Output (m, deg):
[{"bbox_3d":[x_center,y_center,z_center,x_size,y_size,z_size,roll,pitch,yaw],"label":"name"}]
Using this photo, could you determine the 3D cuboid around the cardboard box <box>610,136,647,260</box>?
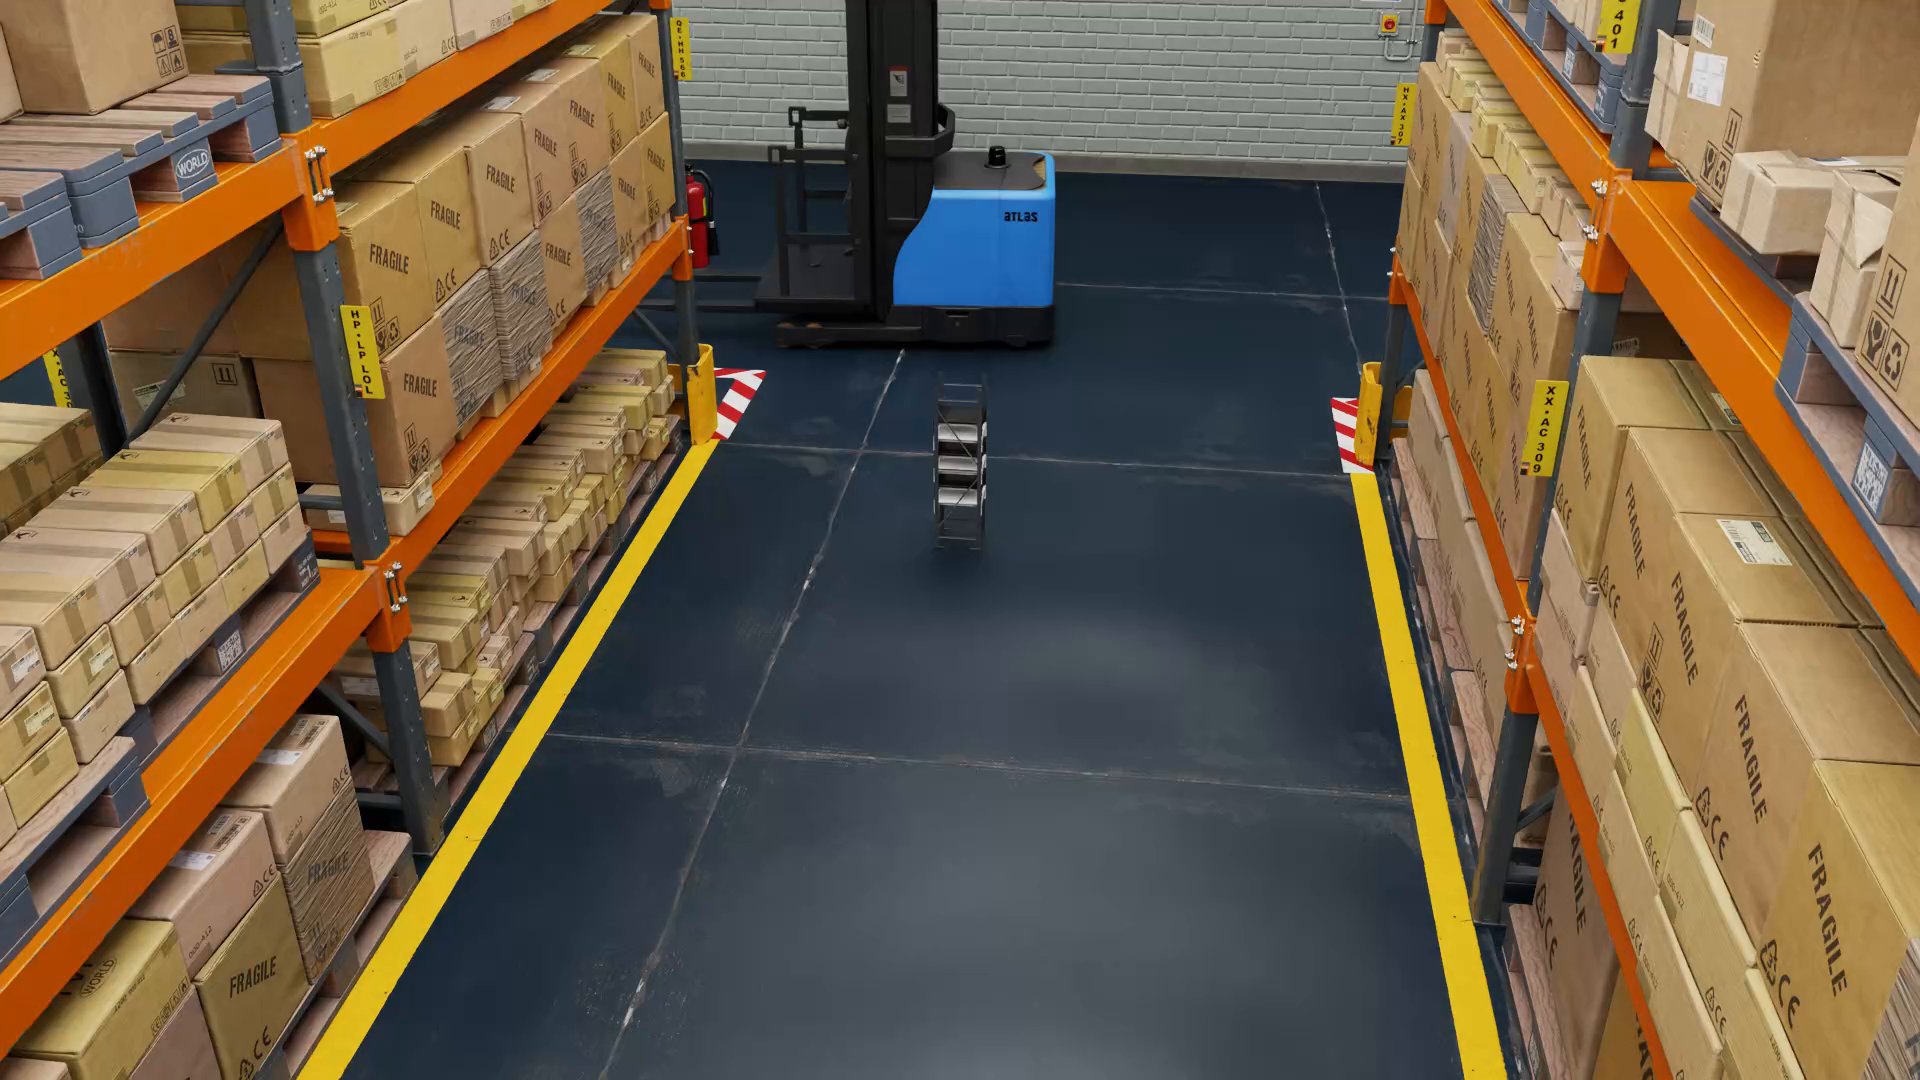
[{"bbox_3d":[-1.911,-1.732,8.383,0.500,0.500,0.500,3,28,5],"label":"cardboard box"}]

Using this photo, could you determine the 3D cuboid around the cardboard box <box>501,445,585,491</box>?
[{"bbox_3d":[-2.065,-0.343,8.160,0.380,0.149,0.250,2,28,4],"label":"cardboard box"}]

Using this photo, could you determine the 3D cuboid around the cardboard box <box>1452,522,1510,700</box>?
[{"bbox_3d":[2.684,0.330,7.233,0.875,0.438,0.875,3,28,5],"label":"cardboard box"}]

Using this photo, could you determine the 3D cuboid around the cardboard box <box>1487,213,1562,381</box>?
[{"bbox_3d":[2.246,-0.863,6.030,0.500,0.500,0.500,3,28,5],"label":"cardboard box"}]

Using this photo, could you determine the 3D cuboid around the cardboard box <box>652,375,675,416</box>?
[{"bbox_3d":[-1.825,-0.821,9.361,0.380,0.149,0.250,3,28,5],"label":"cardboard box"}]

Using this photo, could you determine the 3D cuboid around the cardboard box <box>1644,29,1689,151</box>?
[{"bbox_3d":[1.983,-1.133,4.228,0.396,0.266,0.258,3,28,6],"label":"cardboard box"}]

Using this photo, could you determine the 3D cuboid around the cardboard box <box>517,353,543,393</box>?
[{"bbox_3d":[-2.061,-0.769,7.279,0.380,0.149,0.250,5,29,8],"label":"cardboard box"}]

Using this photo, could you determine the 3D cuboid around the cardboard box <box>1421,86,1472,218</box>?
[{"bbox_3d":[2.484,-1.816,7.799,0.500,0.500,0.500,3,28,5],"label":"cardboard box"}]

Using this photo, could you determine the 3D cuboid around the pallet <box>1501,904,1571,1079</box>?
[{"bbox_3d":[2.372,1.693,5.385,1.003,0.211,1.213,3,28,6],"label":"pallet"}]

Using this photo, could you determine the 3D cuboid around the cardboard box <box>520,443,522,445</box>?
[{"bbox_3d":[-2.533,-0.494,8.754,0.380,0.149,0.250,4,29,8],"label":"cardboard box"}]

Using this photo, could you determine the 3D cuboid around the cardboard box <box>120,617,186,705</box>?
[{"bbox_3d":[-2.480,0.339,4.780,0.380,0.149,0.250,2,28,4],"label":"cardboard box"}]

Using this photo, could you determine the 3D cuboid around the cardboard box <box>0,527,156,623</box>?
[{"bbox_3d":[-2.487,0.093,4.609,0.380,0.149,0.250,3,28,6],"label":"cardboard box"}]

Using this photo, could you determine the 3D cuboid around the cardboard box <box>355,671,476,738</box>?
[{"bbox_3d":[-2.172,0.645,6.640,0.380,0.149,0.250,5,29,9],"label":"cardboard box"}]

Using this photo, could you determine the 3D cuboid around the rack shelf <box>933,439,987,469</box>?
[{"bbox_3d":[0.001,-0.450,8.517,0.258,0.077,0.200,3,28,6],"label":"rack shelf"}]

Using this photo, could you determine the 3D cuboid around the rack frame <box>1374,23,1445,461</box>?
[{"bbox_3d":[2.882,-1.785,8.901,1.000,3.000,0.127,3,28,6],"label":"rack frame"}]

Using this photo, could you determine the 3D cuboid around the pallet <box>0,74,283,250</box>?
[{"bbox_3d":[-2.715,-1.096,4.657,1.213,0.211,1.003,3,28,6],"label":"pallet"}]

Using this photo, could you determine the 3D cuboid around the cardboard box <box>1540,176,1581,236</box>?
[{"bbox_3d":[2.307,-1.190,5.953,0.380,0.149,0.250,3,28,6],"label":"cardboard box"}]

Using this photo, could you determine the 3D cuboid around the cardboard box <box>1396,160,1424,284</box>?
[{"bbox_3d":[2.538,-1.620,8.489,0.500,0.500,0.500,3,28,6],"label":"cardboard box"}]

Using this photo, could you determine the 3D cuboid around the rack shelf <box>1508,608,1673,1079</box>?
[{"bbox_3d":[2.147,1.356,3.829,1.077,0.370,4.000,3,28,6],"label":"rack shelf"}]

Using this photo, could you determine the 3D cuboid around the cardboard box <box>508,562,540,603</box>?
[{"bbox_3d":[-2.143,0.149,7.561,0.380,0.149,0.250,5,29,9],"label":"cardboard box"}]

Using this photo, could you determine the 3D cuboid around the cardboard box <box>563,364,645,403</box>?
[{"bbox_3d":[-1.945,-0.838,9.079,0.380,0.149,0.250,4,29,7],"label":"cardboard box"}]

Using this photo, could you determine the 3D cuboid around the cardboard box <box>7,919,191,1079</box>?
[{"bbox_3d":[-2.501,1.299,4.578,0.500,0.250,0.500,2,28,4],"label":"cardboard box"}]

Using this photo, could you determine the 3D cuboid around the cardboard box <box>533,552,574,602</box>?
[{"bbox_3d":[-2.051,0.162,7.850,0.380,0.149,0.250,3,28,5],"label":"cardboard box"}]

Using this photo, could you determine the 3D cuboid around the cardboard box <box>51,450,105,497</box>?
[{"bbox_3d":[-3.038,-0.189,5.447,0.380,0.149,0.250,4,29,7],"label":"cardboard box"}]

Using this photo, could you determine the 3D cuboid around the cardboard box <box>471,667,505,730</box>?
[{"bbox_3d":[-2.137,0.650,6.944,0.380,0.149,0.250,4,29,8],"label":"cardboard box"}]

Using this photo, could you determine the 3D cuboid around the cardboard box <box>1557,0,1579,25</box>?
[{"bbox_3d":[2.185,-1.785,5.454,0.380,0.149,0.250,4,29,7],"label":"cardboard box"}]

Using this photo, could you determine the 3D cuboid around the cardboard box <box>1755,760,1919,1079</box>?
[{"bbox_3d":[1.827,0.762,3.013,0.500,0.500,0.500,3,28,6],"label":"cardboard box"}]

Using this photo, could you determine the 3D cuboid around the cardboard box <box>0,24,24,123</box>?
[{"bbox_3d":[-2.850,-1.207,4.316,0.500,0.311,0.500,3,28,5],"label":"cardboard box"}]

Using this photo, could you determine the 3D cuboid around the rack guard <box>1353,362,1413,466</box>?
[{"bbox_3d":[2.885,-0.696,9.515,1.175,0.500,0.348,3,28,6],"label":"rack guard"}]

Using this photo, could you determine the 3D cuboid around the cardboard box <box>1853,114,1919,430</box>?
[{"bbox_3d":[1.830,-0.415,2.648,0.500,0.500,0.500,4,29,7],"label":"cardboard box"}]

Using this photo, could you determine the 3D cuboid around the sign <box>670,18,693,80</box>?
[{"bbox_3d":[-1.495,-2.632,8.920,0.100,0.325,0.005,3,28,6],"label":"sign"}]

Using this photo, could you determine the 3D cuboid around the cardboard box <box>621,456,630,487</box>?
[{"bbox_3d":[-1.967,-0.332,8.767,0.380,0.149,0.250,4,29,7],"label":"cardboard box"}]

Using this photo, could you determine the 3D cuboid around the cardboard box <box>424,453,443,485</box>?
[{"bbox_3d":[-2.216,-0.272,6.357,0.380,0.149,0.250,4,29,8],"label":"cardboard box"}]

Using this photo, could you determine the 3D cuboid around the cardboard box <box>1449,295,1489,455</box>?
[{"bbox_3d":[2.299,-0.660,6.706,0.500,0.500,0.500,3,28,5],"label":"cardboard box"}]

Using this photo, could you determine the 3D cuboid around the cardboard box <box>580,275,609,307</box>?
[{"bbox_3d":[-1.956,-1.267,8.204,0.380,0.149,0.250,2,28,4],"label":"cardboard box"}]

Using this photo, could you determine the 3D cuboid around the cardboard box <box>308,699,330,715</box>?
[{"bbox_3d":[-2.824,0.723,6.808,0.380,0.149,0.250,4,29,7],"label":"cardboard box"}]

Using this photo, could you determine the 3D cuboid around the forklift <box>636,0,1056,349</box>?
[{"bbox_3d":[-0.870,-2.820,10.895,3.031,2.935,1.130,1,28,2],"label":"forklift"}]

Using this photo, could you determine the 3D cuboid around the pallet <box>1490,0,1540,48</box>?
[{"bbox_3d":[2.654,-2.141,6.492,1.003,0.211,1.213,3,28,6],"label":"pallet"}]

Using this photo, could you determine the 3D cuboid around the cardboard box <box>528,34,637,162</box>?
[{"bbox_3d":[-1.915,-2.172,8.146,0.500,0.500,0.500,2,28,4],"label":"cardboard box"}]

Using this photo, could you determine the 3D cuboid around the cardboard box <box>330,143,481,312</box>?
[{"bbox_3d":[-2.188,-1.201,6.343,0.500,0.500,0.500,3,28,5],"label":"cardboard box"}]

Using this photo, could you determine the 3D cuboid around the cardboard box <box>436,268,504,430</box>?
[{"bbox_3d":[-2.169,-0.769,6.596,0.500,0.500,0.500,3,28,6],"label":"cardboard box"}]

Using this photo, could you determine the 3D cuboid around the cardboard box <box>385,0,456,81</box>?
[{"bbox_3d":[-2.163,-1.836,5.991,0.500,0.250,0.500,3,28,5],"label":"cardboard box"}]

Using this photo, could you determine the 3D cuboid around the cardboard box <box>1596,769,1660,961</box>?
[{"bbox_3d":[1.935,0.839,4.187,0.500,0.250,0.500,3,28,6],"label":"cardboard box"}]

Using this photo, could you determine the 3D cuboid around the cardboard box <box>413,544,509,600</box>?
[{"bbox_3d":[-2.202,0.144,7.257,0.380,0.149,0.250,3,28,5],"label":"cardboard box"}]

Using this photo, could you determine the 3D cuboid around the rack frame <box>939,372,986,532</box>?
[{"bbox_3d":[0.013,-0.448,8.633,0.240,0.900,0.006,3,28,6],"label":"rack frame"}]

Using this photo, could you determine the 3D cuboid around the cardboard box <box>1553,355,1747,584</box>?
[{"bbox_3d":[2.052,-0.196,4.792,0.500,0.500,0.500,4,29,7],"label":"cardboard box"}]

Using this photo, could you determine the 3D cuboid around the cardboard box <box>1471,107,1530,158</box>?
[{"bbox_3d":[2.332,-1.676,6.856,0.380,0.149,0.250,3,28,5],"label":"cardboard box"}]

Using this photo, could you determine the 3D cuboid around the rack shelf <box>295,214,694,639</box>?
[{"bbox_3d":[-2.288,-0.767,7.770,1.077,0.370,4.000,3,28,6],"label":"rack shelf"}]

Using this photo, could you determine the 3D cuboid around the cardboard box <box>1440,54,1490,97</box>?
[{"bbox_3d":[2.456,-2.161,7.755,0.380,0.149,0.250,4,29,8],"label":"cardboard box"}]

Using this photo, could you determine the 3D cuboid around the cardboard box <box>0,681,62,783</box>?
[{"bbox_3d":[-2.544,0.472,4.220,0.380,0.149,0.250,3,29,6],"label":"cardboard box"}]

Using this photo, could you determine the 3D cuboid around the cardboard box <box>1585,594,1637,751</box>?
[{"bbox_3d":[2.022,0.381,4.510,0.500,0.250,0.500,4,29,7],"label":"cardboard box"}]

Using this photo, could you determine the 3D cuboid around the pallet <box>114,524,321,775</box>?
[{"bbox_3d":[-2.772,0.293,5.245,1.003,0.211,1.213,3,28,6],"label":"pallet"}]

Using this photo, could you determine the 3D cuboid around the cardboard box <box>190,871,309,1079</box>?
[{"bbox_3d":[-2.437,1.378,5.223,0.500,0.500,0.500,3,28,5],"label":"cardboard box"}]

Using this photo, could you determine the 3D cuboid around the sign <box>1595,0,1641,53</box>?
[{"bbox_3d":[1.841,-1.517,4.612,0.100,0.325,0.005,3,28,6],"label":"sign"}]

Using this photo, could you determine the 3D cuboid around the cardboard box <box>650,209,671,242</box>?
[{"bbox_3d":[-1.803,-1.745,9.091,0.380,0.149,0.250,3,28,6],"label":"cardboard box"}]

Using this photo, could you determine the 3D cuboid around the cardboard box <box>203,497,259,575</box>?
[{"bbox_3d":[-2.417,-0.025,5.142,0.380,0.149,0.250,4,29,7],"label":"cardboard box"}]

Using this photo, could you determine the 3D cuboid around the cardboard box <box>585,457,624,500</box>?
[{"bbox_3d":[-1.937,-0.332,8.453,0.380,0.149,0.250,4,29,7],"label":"cardboard box"}]

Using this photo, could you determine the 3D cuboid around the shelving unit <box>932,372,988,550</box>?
[{"bbox_3d":[0.001,-0.400,8.544,0.258,0.900,0.210,3,28,6],"label":"shelving unit"}]
